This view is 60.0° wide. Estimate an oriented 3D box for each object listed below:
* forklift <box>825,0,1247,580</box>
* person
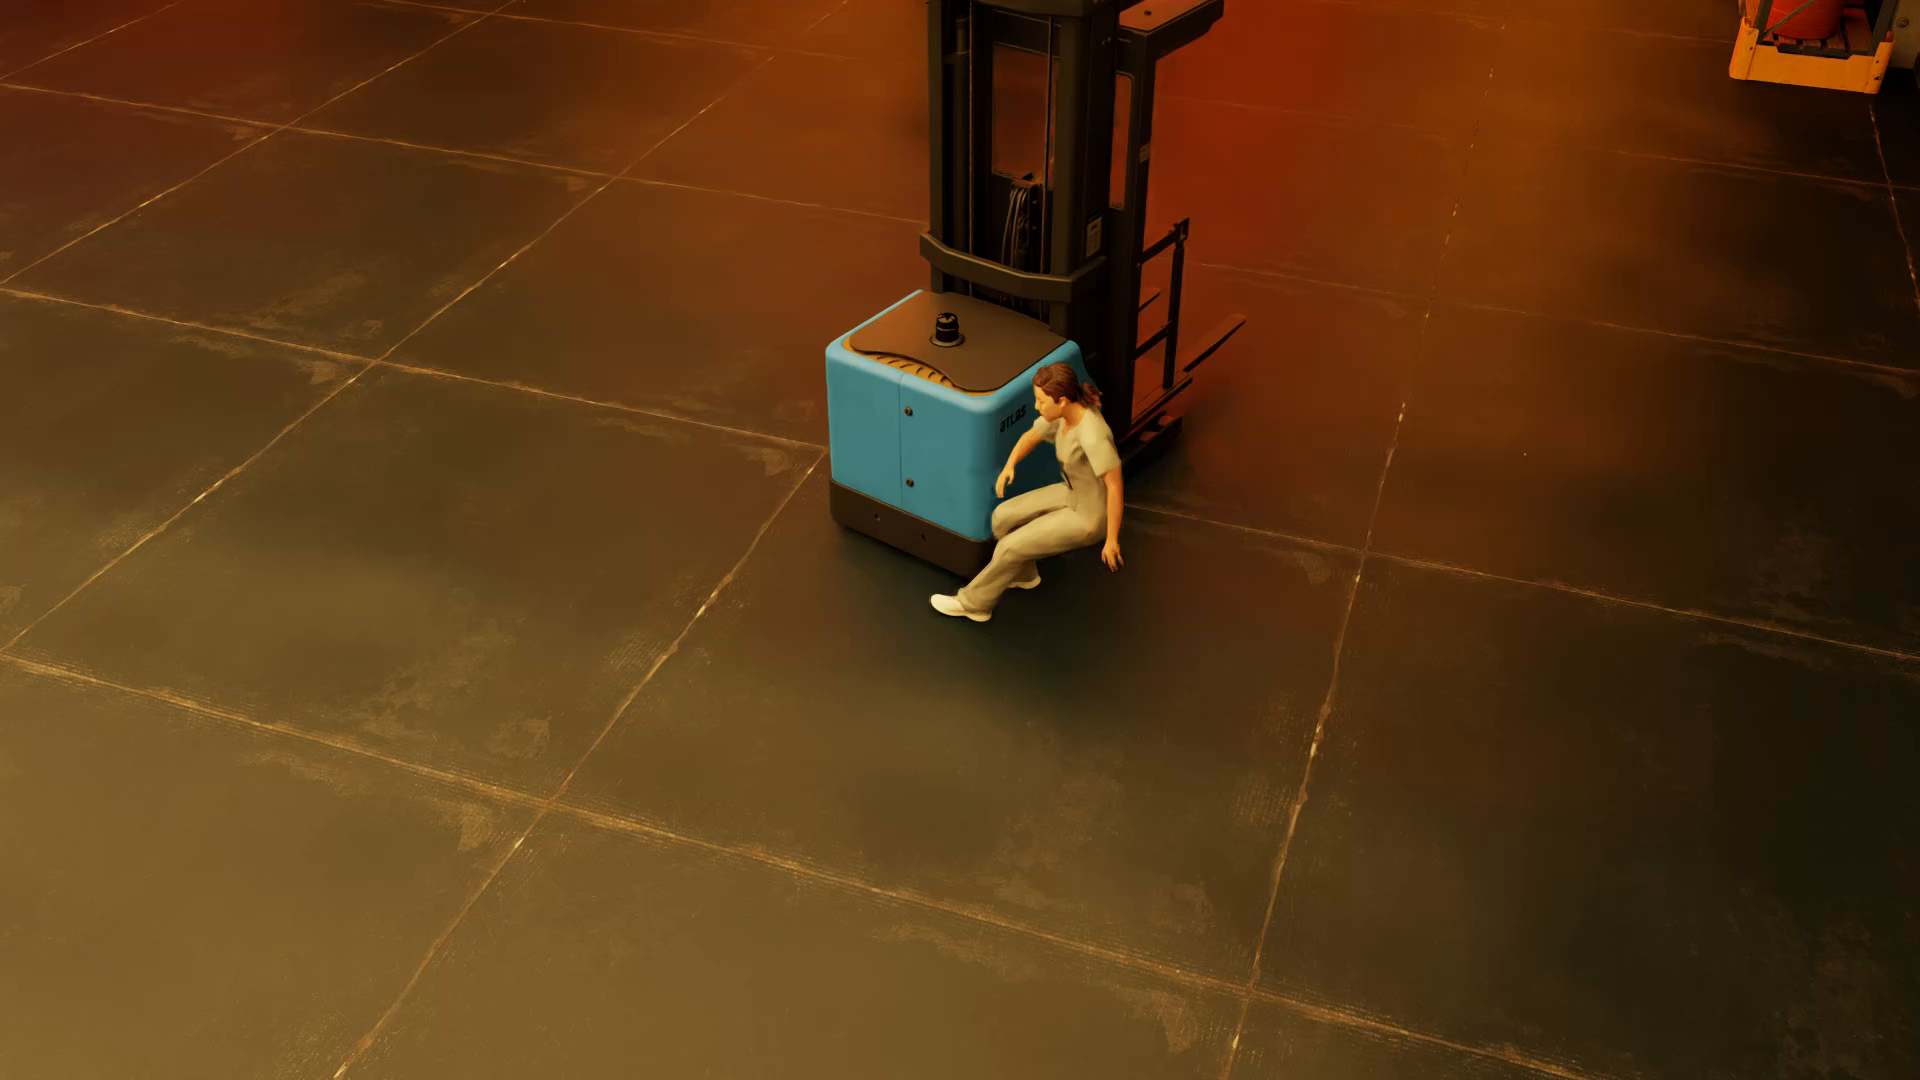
[{"bbox_3d":[0.596,-1.794,8.641,1.130,2.935,3.031,23,41,29],"label":"forklift"},{"bbox_3d":[0.319,-0.137,7.689,0.873,1.445,0.824,-6,36,-8],"label":"person"}]
